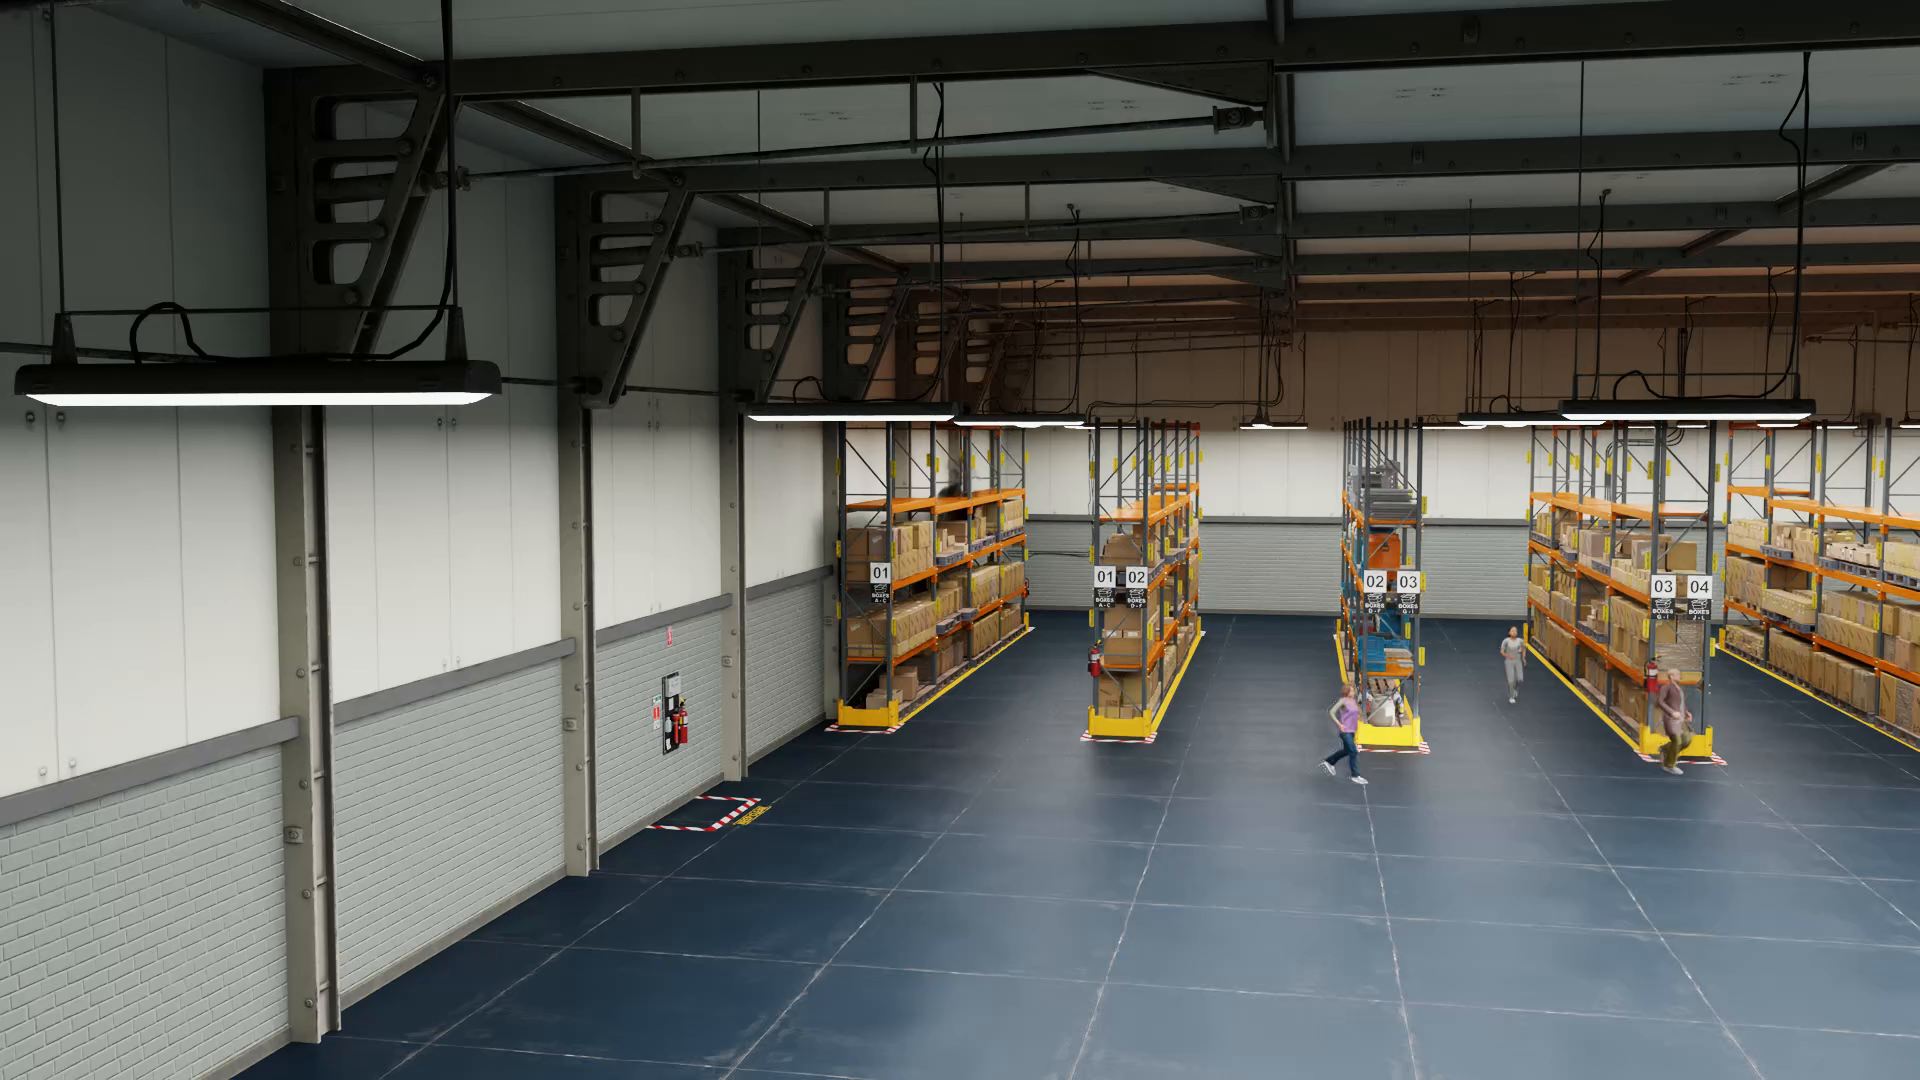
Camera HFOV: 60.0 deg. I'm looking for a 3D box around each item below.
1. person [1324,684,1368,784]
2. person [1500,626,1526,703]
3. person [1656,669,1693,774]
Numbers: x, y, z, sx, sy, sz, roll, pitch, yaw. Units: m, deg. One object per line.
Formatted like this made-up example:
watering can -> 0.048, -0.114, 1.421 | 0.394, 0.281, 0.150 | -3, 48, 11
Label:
person -> 6.308, 3.146, 27.209 | 0.819, 1.599, 0.546 | 3, 5, 41
person -> 11.711, 2.629, 35.150 | 0.558, 1.631, 0.555 | 0, 4, 5
person -> 12.053, 3.049, 28.074 | 0.772, 1.749, 0.580 | -2, 4, -33
